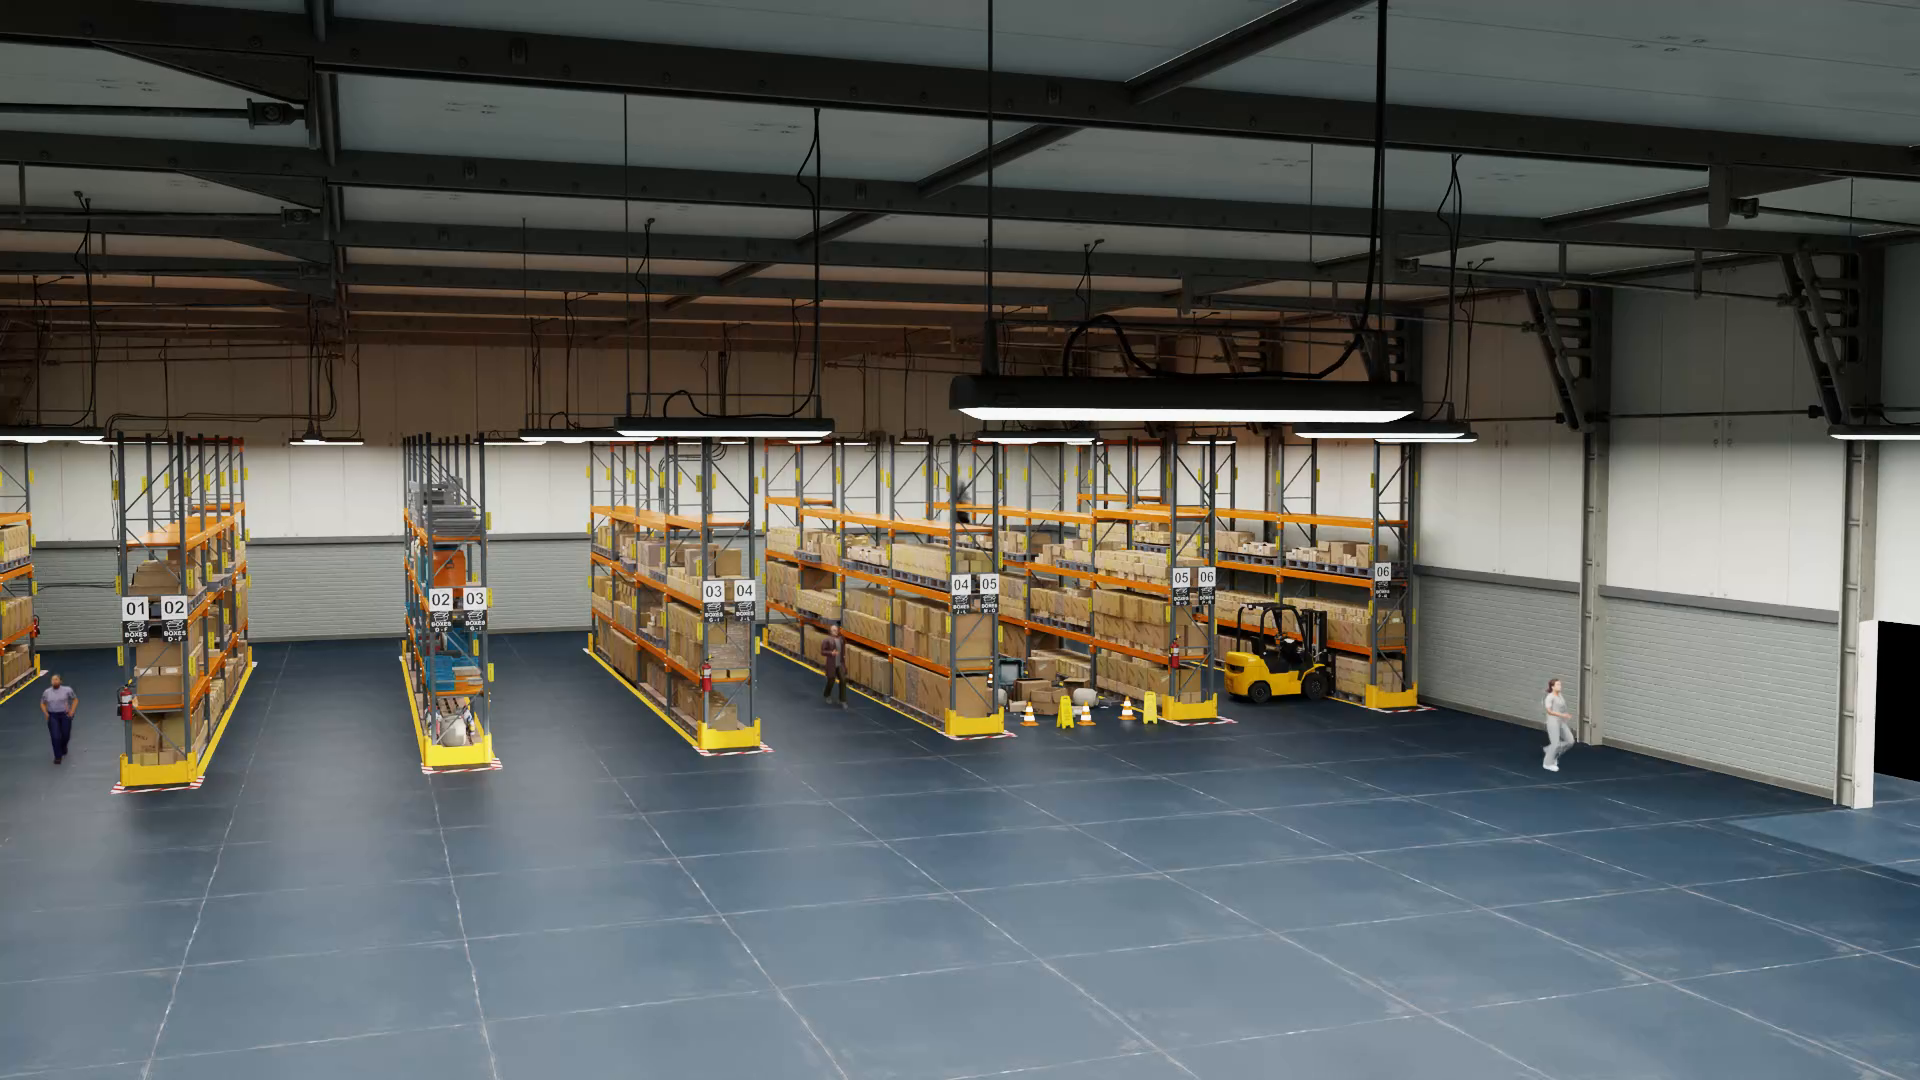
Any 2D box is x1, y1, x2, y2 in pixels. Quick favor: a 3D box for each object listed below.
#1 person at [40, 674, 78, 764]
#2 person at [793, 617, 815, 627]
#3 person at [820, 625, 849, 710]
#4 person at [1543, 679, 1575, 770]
[{"bbox_3d":[-16.415,3.250,30.294,0.603,1.617,0.521,-1,3,-24],"label":"person"},{"bbox_3d":[-4.768,1.842,49.601,0.816,1.762,0.711,1,3,20],"label":"person"},{"bbox_3d":[-2.774,2.793,36.680,0.697,1.831,0.966,-2,4,-28],"label":"person"},{"bbox_3d":[10.601,3.267,29.448,0.550,1.633,0.571,-2,4,-35],"label":"person"}]
